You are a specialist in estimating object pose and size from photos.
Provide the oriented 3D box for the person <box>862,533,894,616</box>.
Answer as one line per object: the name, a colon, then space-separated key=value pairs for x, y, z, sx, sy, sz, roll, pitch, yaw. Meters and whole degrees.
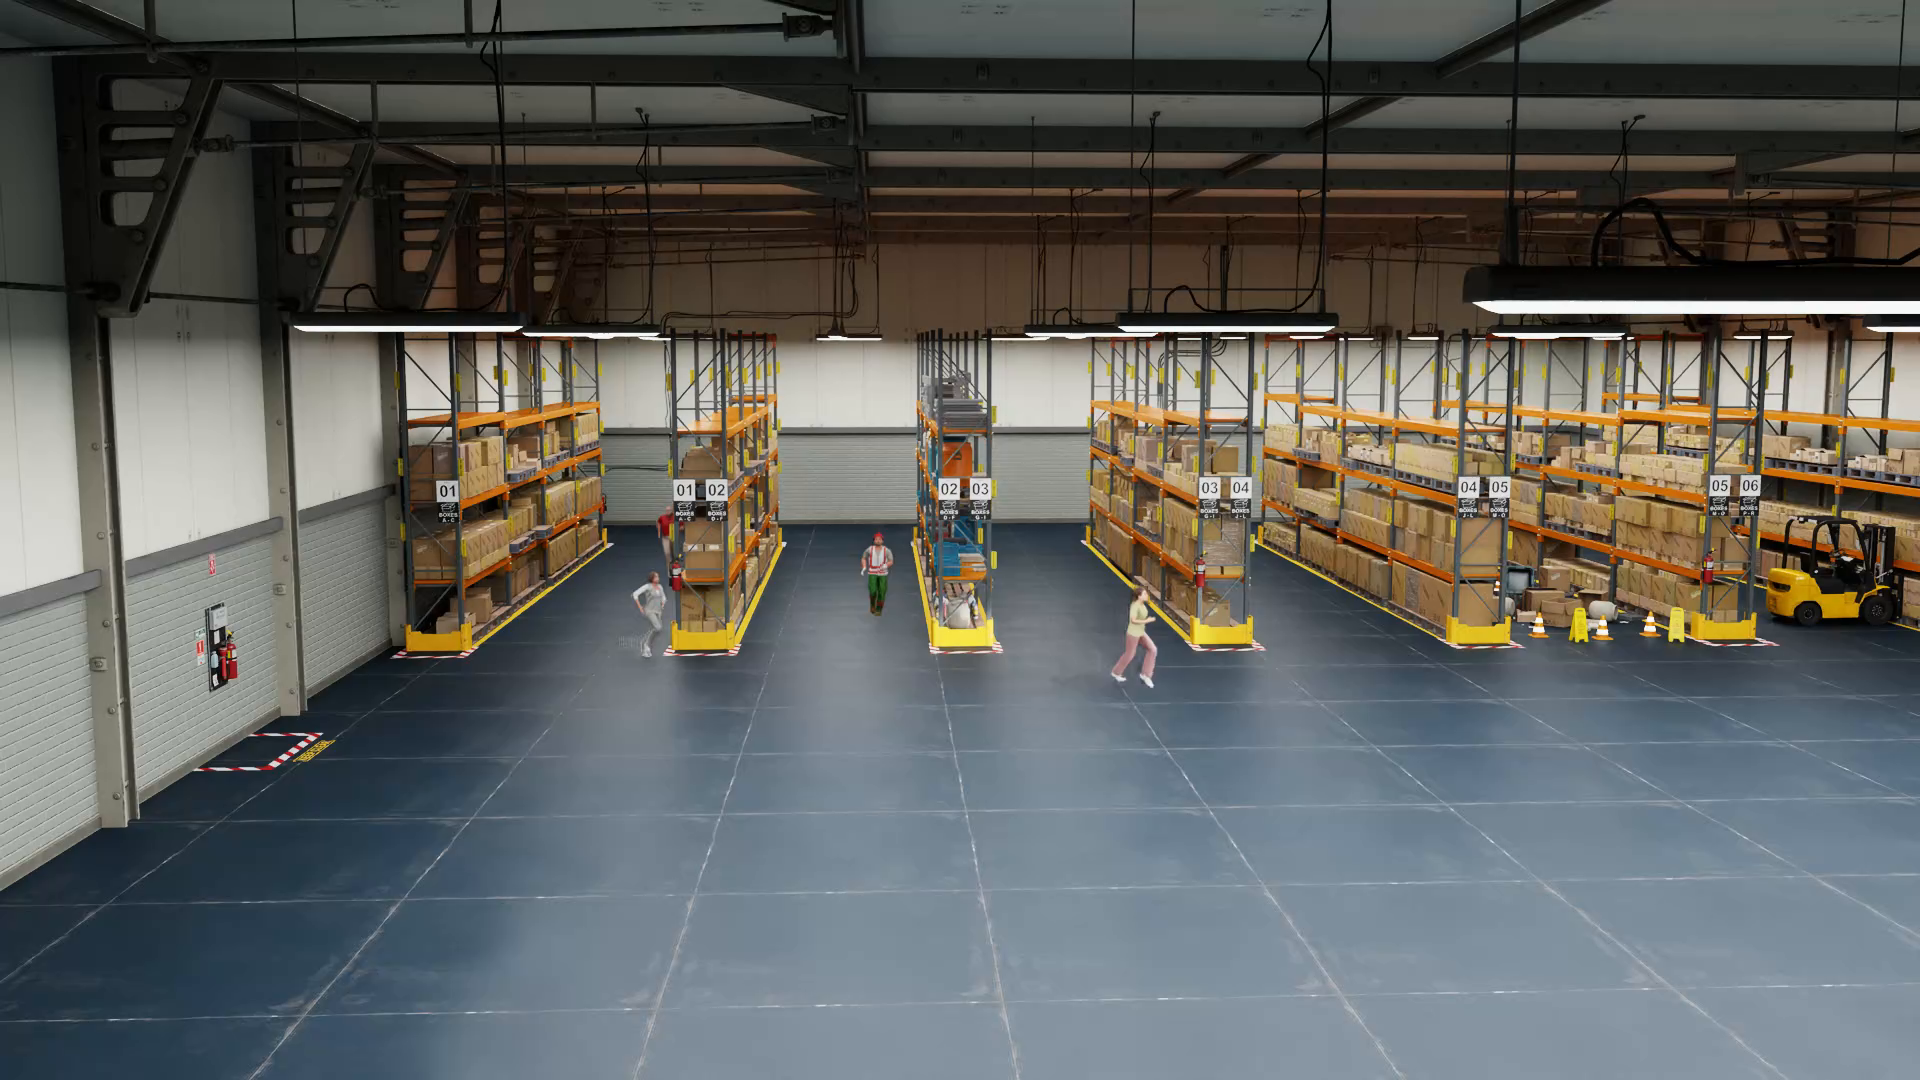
person: x=-1.701 y=0.729 z=34.348 sx=0.664 sy=1.734 sz=0.611 roll=0 pitch=7 yaw=-4

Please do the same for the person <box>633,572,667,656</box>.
person: x=-5.613 y=1.359 z=30.511 sx=0.551 sy=1.555 sz=0.554 roll=4 pitch=8 yaw=33

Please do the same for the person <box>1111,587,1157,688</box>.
person: x=2.908 y=1.619 z=27.898 sx=0.818 sy=1.698 sz=0.599 roll=4 pitch=8 yaw=28

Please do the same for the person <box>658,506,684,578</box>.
person: x=-7.171 y=0.019 z=41.243 sx=0.686 sy=1.738 sz=1.030 roll=0 pitch=7 yaw=0
